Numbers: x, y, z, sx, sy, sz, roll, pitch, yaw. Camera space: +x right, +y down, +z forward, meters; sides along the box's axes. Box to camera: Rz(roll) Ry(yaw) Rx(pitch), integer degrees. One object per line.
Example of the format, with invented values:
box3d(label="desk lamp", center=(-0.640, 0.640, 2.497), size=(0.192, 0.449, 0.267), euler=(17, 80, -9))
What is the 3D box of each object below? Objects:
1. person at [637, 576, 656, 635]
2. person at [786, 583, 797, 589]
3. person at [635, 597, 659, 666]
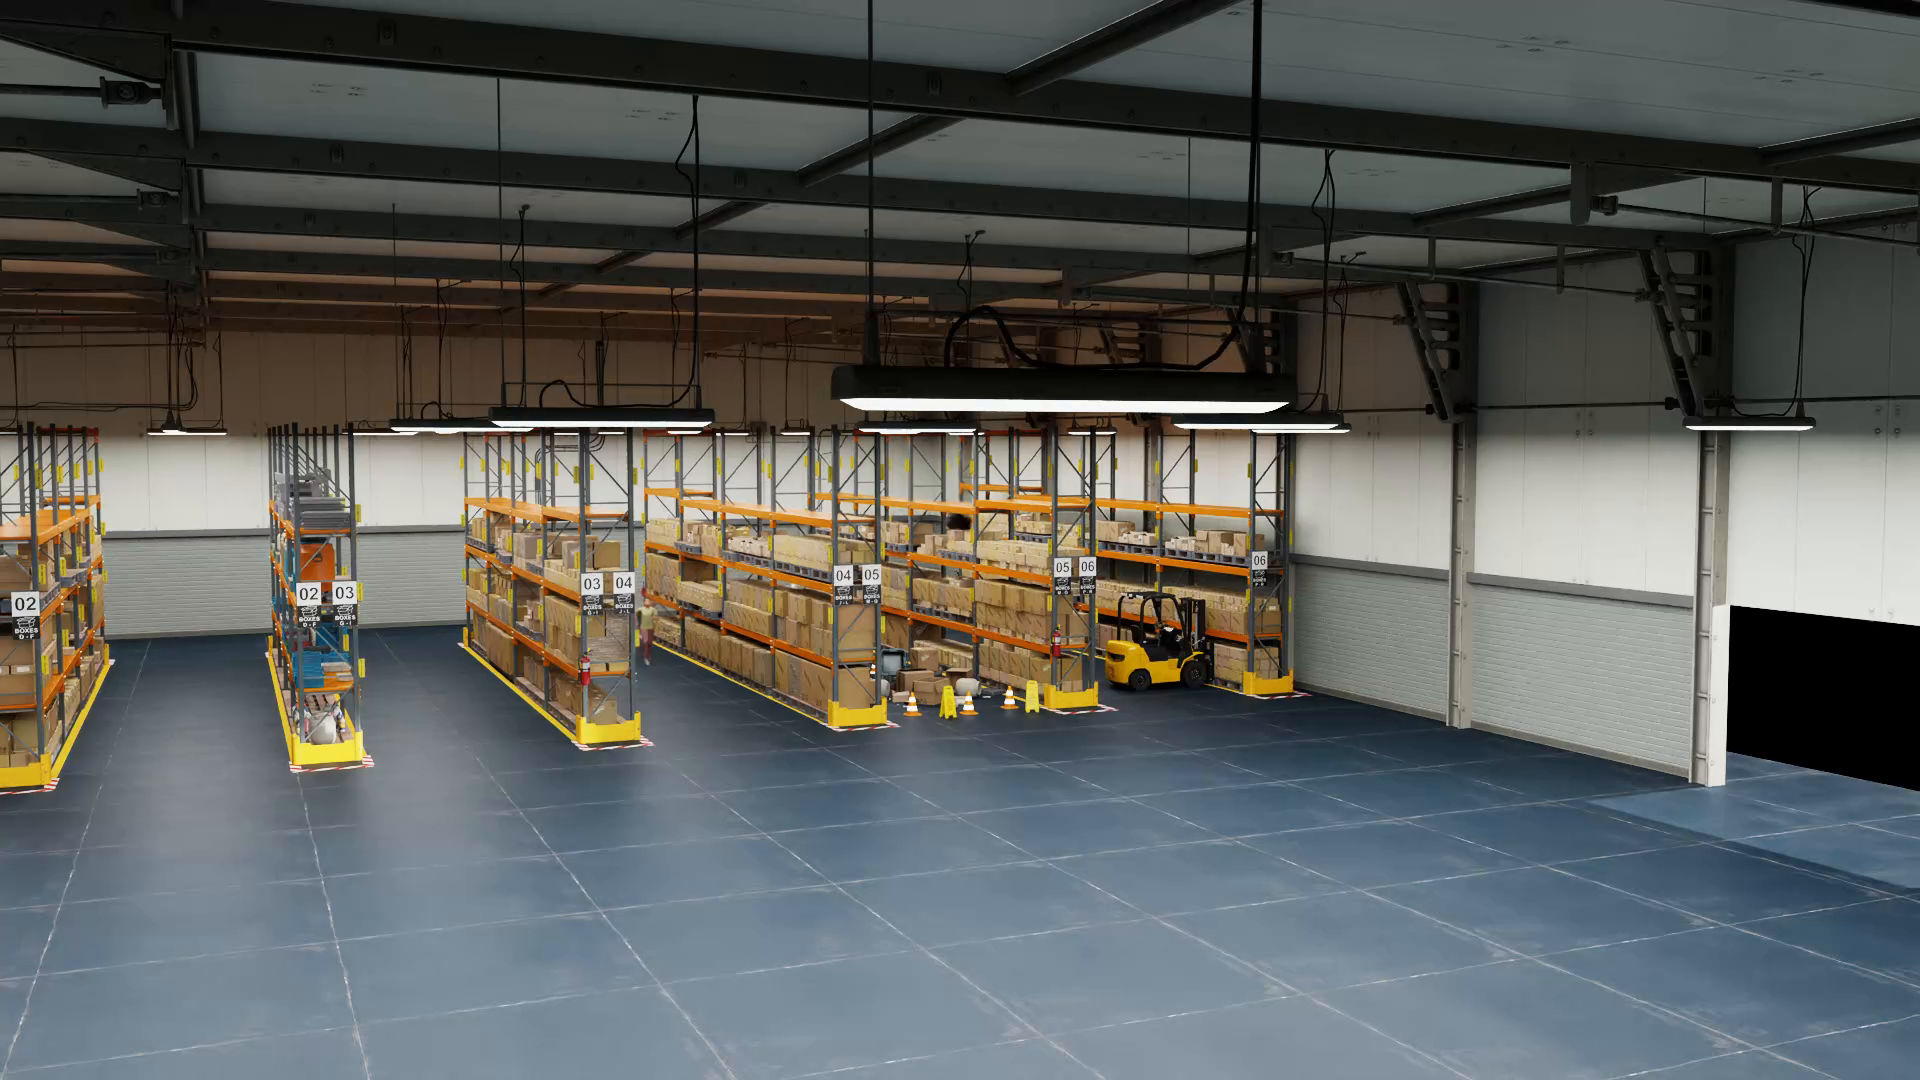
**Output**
box3d(label="person", center=(-9.129, 1.866, 48.931), size=(0.813, 1.781, 0.653), euler=(-3, 4, -37))
box3d(label="person", center=(-5.240, 1.789, 50.987), size=(0.561, 1.622, 0.622), euler=(-1, 4, -15))
box3d(label="person", center=(-7.949, 2.291, 42.286), size=(0.554, 1.710, 0.840), euler=(-2, 4, -24))
